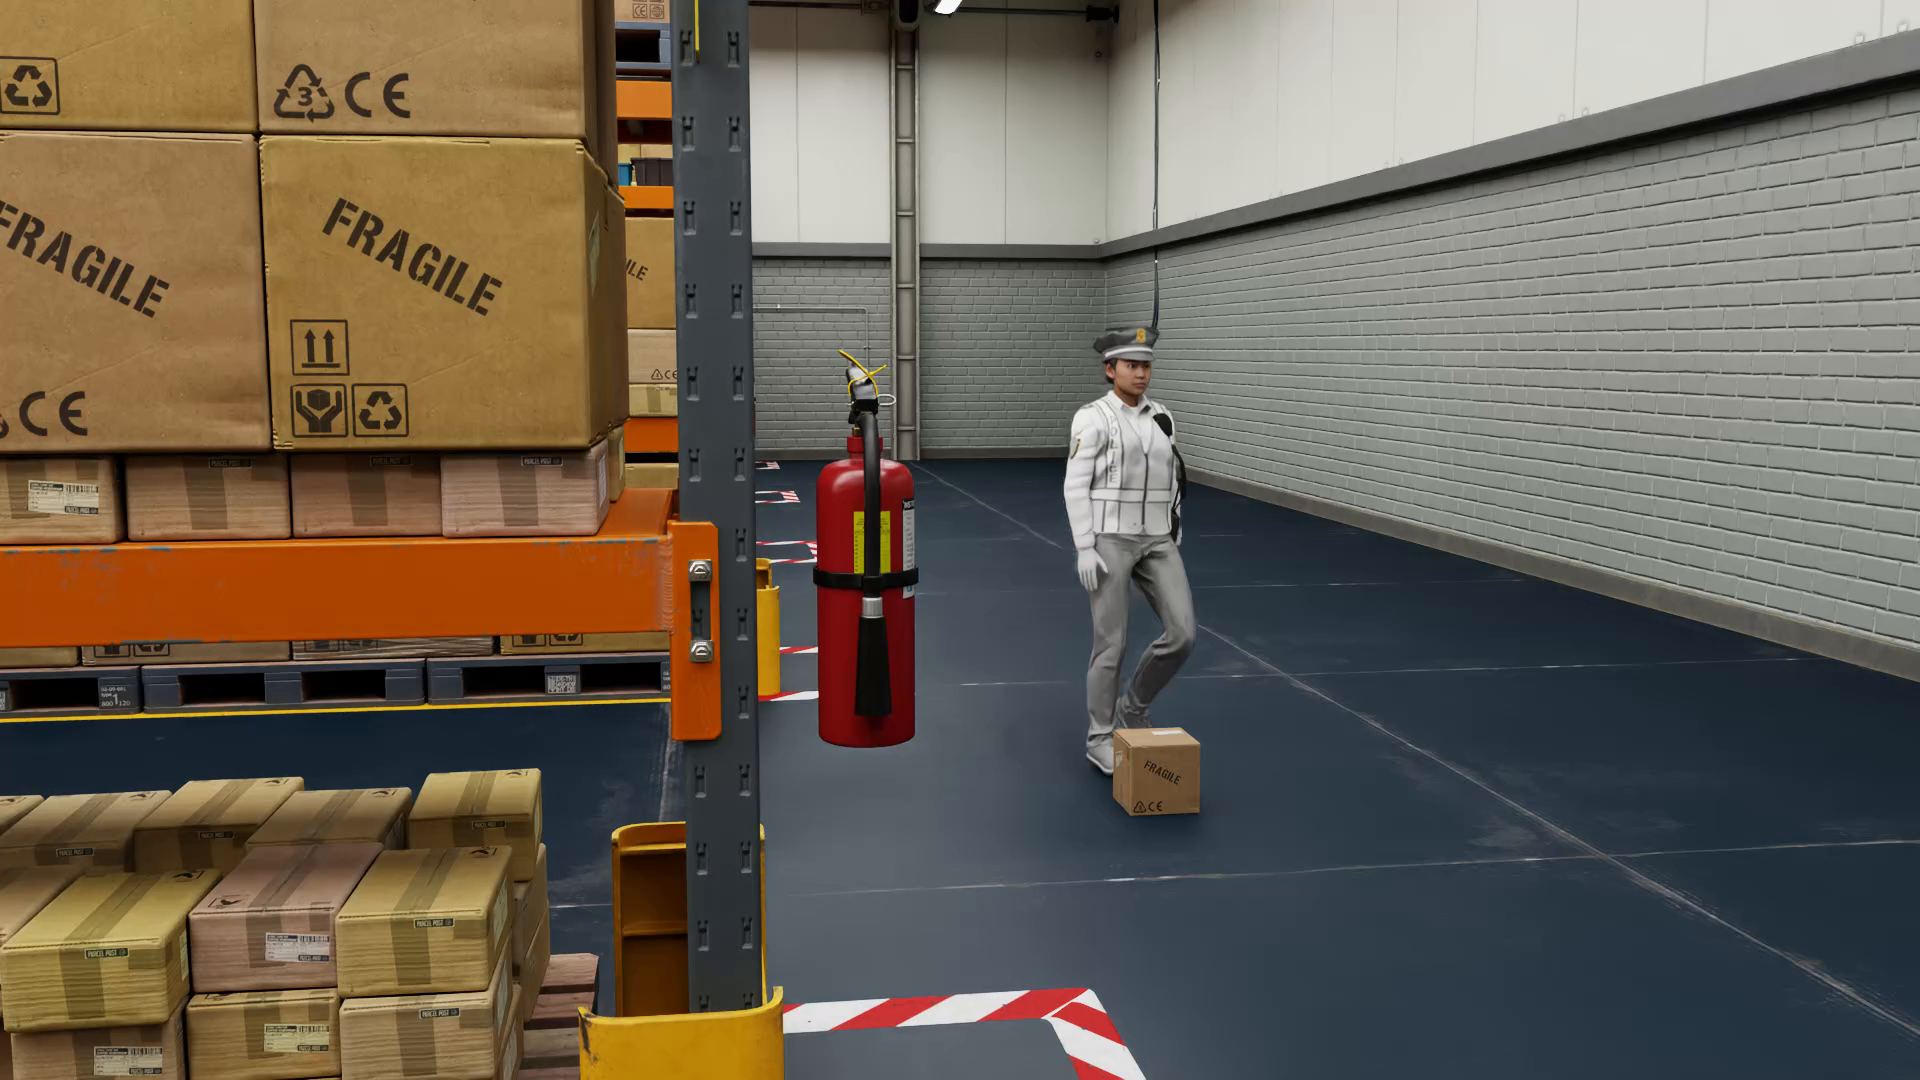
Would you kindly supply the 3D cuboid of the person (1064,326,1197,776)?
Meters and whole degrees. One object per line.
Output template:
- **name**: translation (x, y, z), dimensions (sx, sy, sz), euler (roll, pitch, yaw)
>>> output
- **person**: translation (0.656, 0.035, 6.322), dimensions (0.516, 1.685, 0.481), euler (-3, 7, -23)
